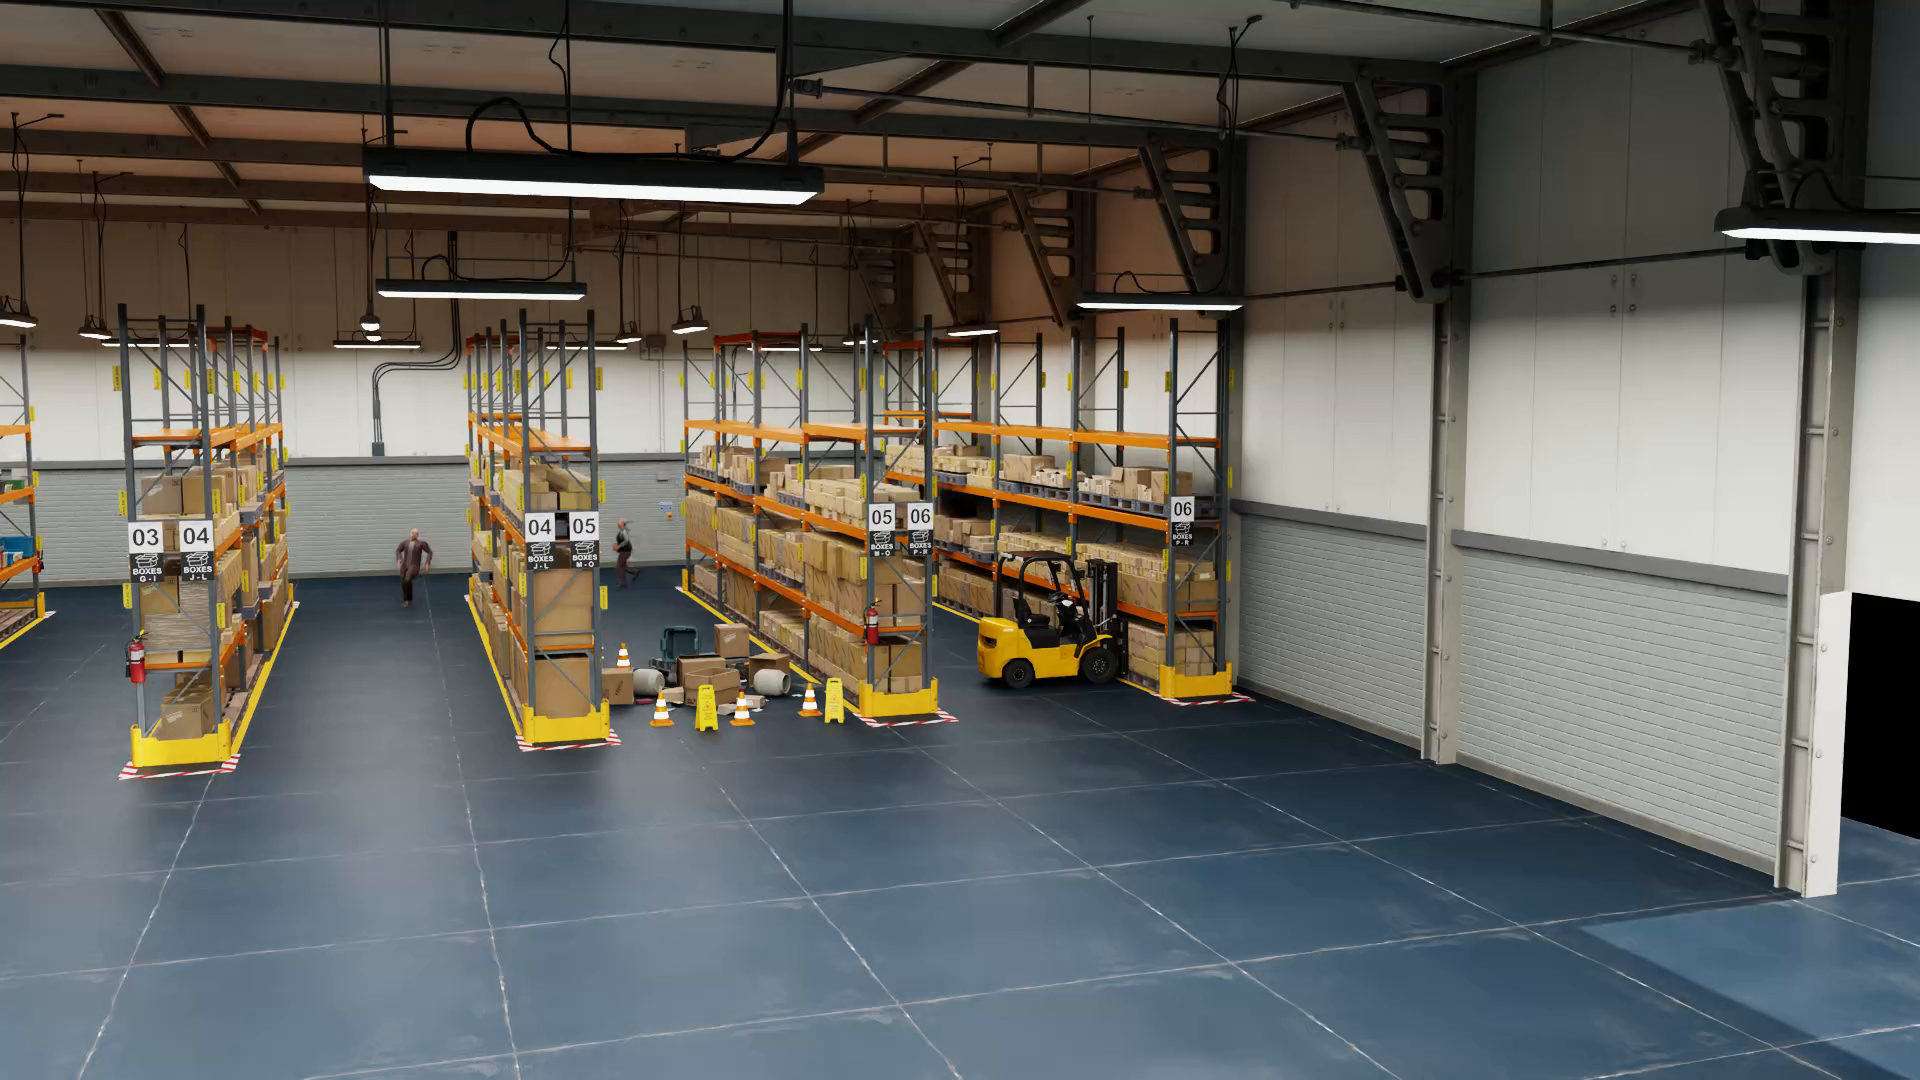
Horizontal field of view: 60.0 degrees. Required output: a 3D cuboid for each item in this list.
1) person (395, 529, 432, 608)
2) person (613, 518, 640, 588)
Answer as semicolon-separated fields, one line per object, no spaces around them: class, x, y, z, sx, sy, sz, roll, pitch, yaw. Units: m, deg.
person;-12.230;0.633;37.065;0.768;1.768;0.652;1;5;9
person;-8.151;0.318;40.651;0.645;1.702;0.662;-1;6;-14
